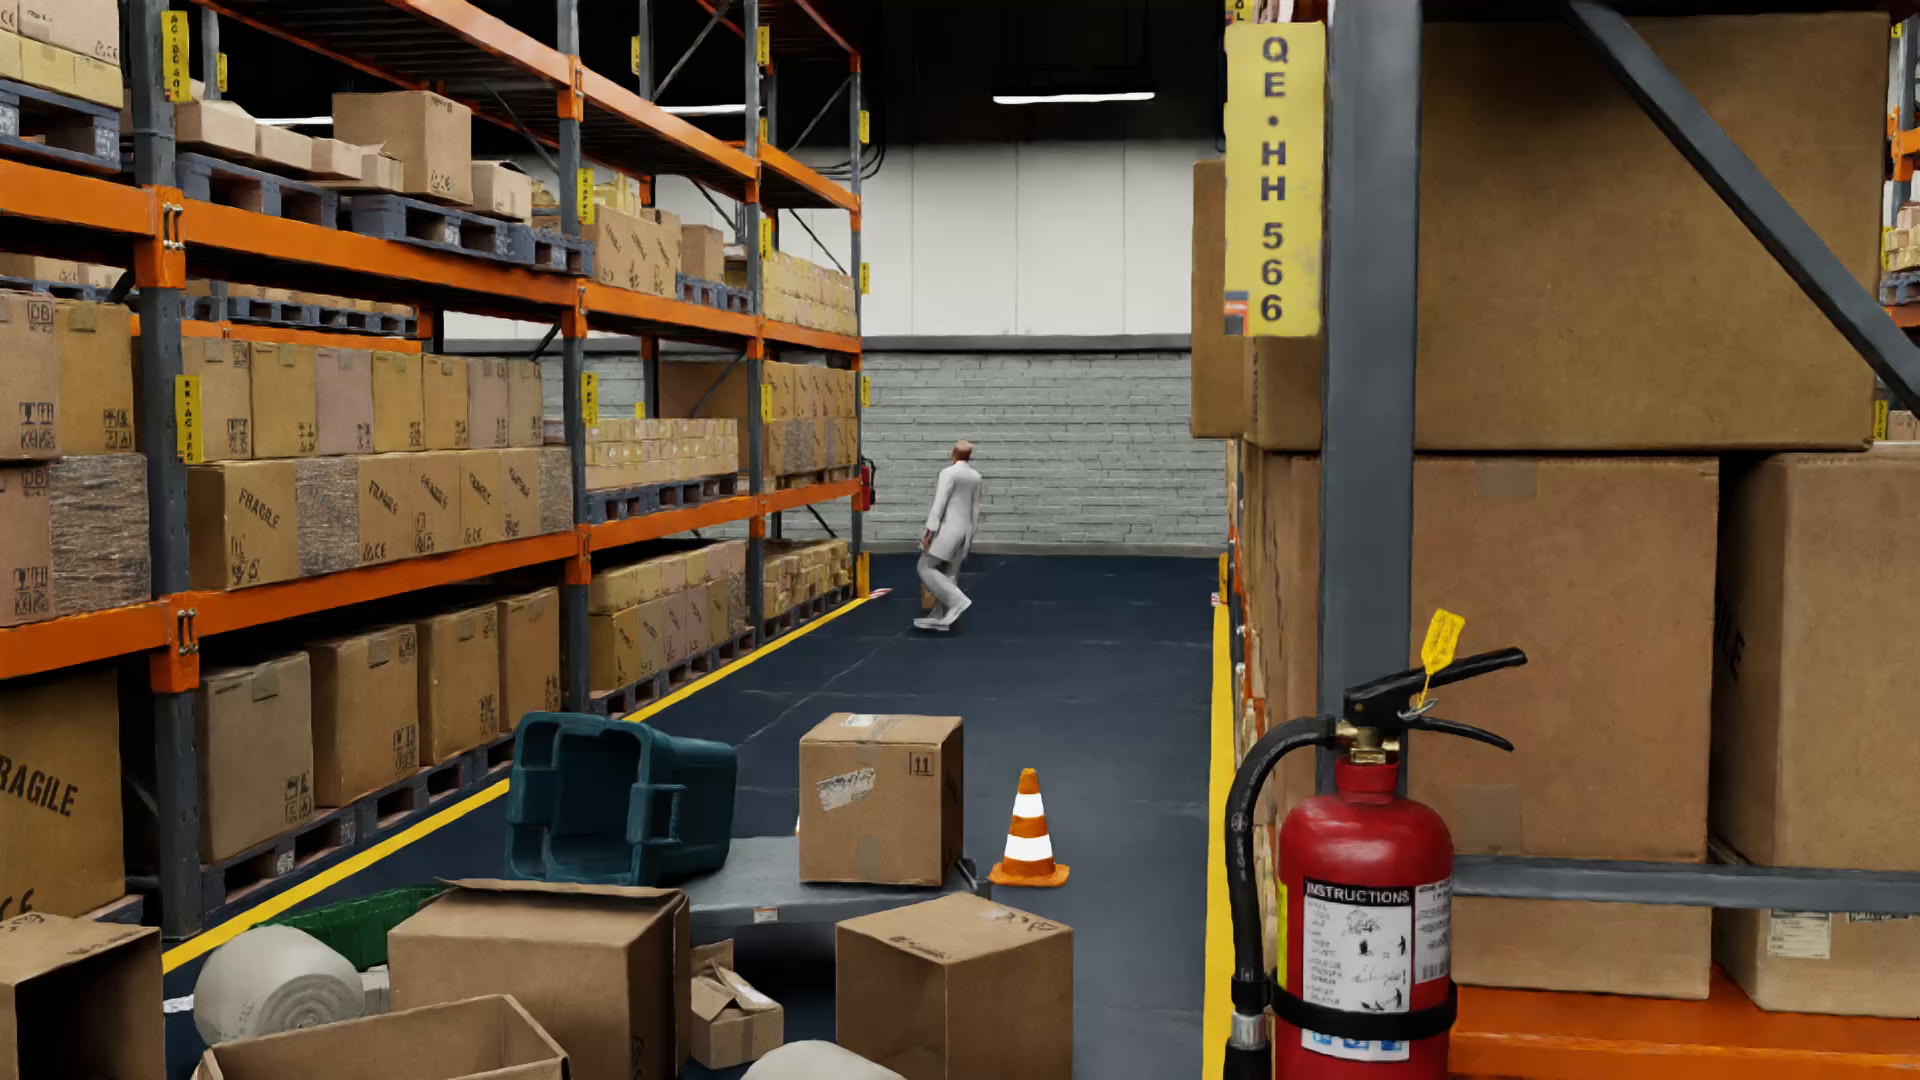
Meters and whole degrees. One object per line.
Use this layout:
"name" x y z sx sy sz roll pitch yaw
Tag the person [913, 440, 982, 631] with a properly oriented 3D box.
"person" -0.108 -0.047 15.332 0.602 1.754 0.668 2 5 27
